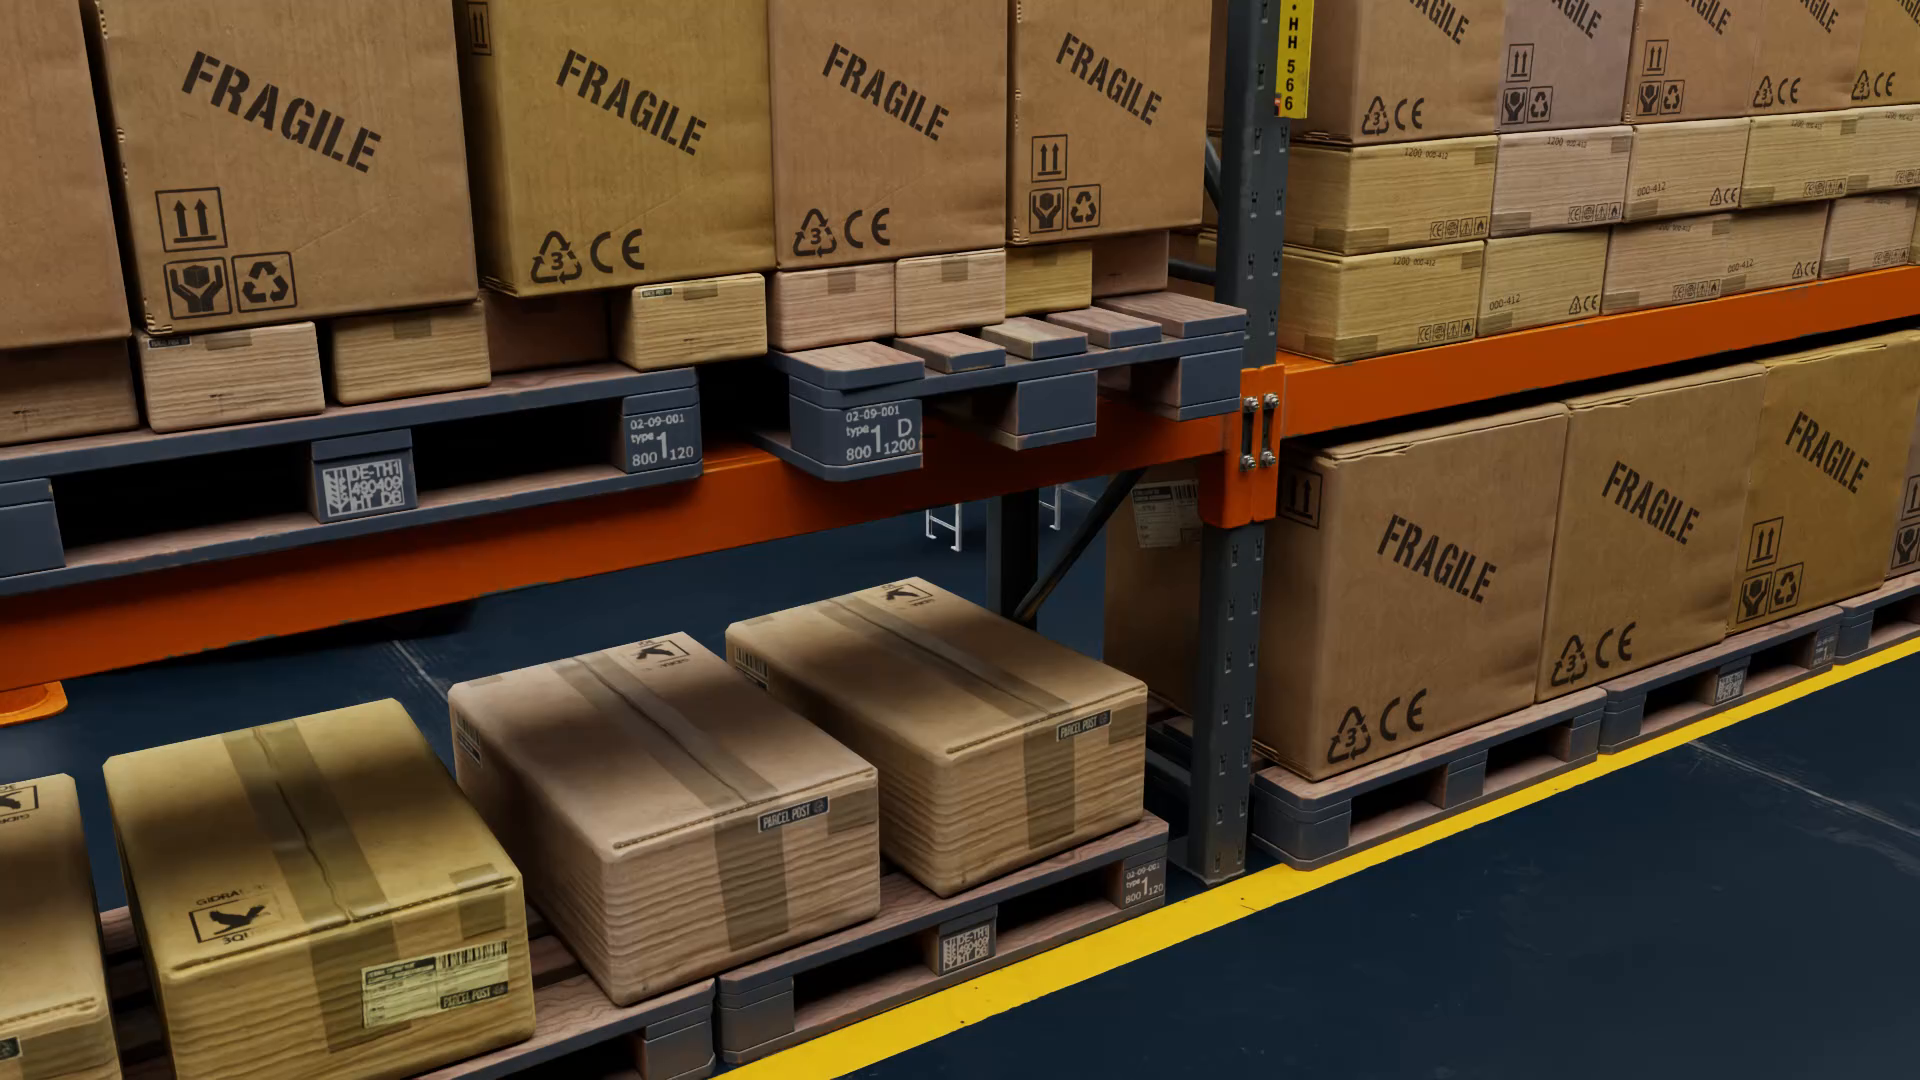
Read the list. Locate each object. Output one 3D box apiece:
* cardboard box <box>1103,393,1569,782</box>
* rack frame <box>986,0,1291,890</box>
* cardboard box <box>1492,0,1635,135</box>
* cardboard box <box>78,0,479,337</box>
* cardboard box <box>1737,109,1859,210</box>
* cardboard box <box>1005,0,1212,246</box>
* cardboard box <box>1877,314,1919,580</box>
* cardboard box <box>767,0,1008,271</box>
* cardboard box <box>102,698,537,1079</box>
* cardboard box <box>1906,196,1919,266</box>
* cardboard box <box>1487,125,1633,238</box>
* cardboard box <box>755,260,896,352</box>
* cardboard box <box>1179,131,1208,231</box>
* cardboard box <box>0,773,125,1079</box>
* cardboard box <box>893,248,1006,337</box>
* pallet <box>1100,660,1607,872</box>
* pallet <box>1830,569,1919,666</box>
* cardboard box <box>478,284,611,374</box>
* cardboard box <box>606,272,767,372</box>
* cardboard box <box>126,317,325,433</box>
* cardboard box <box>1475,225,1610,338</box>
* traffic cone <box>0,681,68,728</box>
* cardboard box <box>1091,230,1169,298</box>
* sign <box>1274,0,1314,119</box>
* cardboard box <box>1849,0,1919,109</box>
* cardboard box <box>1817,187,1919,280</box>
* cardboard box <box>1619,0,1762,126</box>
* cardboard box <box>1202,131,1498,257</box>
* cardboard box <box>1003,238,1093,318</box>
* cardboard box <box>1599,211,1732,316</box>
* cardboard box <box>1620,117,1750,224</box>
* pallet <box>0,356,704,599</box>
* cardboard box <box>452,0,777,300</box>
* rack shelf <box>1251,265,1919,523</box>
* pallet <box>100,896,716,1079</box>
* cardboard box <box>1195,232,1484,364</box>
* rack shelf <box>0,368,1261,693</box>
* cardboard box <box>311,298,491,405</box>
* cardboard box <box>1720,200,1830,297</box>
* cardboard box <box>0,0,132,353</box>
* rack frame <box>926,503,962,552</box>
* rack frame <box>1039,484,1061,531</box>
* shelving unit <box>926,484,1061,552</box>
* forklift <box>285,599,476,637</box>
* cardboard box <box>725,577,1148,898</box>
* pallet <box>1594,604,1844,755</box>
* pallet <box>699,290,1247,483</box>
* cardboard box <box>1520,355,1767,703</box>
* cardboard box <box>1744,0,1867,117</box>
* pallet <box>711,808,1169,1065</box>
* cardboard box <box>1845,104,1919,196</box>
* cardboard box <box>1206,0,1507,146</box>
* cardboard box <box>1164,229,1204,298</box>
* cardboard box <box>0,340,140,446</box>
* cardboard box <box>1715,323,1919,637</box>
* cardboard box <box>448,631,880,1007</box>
[{"bbox_3d":[1.021,0.017,4.673,0.875,0.875,0.875,-12,22,-32],"label":"cardboard box"},{"bbox_3d":[0.398,-0.691,4.106,0.127,3.000,1.000,-12,22,-31],"label":"rack frame"},{"bbox_3d":[1.353,-1.324,4.260,0.500,0.500,0.500,-12,22,-31],"label":"cardboard box"},{"bbox_3d":[-1.132,-0.645,2.693,0.500,0.500,0.500,-13,23,-34],"label":"cardboard box"},{"bbox_3d":[2.243,-1.141,4.891,0.500,0.250,0.500,-11,22,-30],"label":"cardboard box"},{"bbox_3d":[0.171,-0.924,3.519,0.500,0.500,0.500,-13,22,-33],"label":"cardboard box"},{"bbox_3d":[3.265,-0.458,6.077,0.875,0.875,0.875,-11,22,-30],"label":"cardboard box"},{"bbox_3d":[-0.254,-0.830,3.240,0.500,0.500,0.500,-12,22,-32],"label":"cardboard box"},{"bbox_3d":[-1.328,0.716,3.392,0.625,0.372,0.950,-11,22,-30],"label":"cardboard box"},{"bbox_3d":[3.077,-1.089,5.517,0.500,0.250,0.500,-12,22,-32],"label":"cardboard box"},{"bbox_3d":[1.389,-0.971,4.387,0.500,0.250,0.500,-11,22,-30],"label":"cardboard box"},{"bbox_3d":[-0.331,-0.485,3.234,0.250,0.149,0.380,-13,23,-34],"label":"cardboard box"},{"bbox_3d":[0.663,-1.010,4.504,0.500,0.250,0.500,-12,22,-32],"label":"cardboard box"},{"bbox_3d":[-1.907,0.839,3.028,0.625,0.372,0.950,-10,21,-28],"label":"cardboard box"},{"bbox_3d":[-0.116,-0.528,3.359,0.250,0.149,0.380,-12,22,-32],"label":"cardboard box"},{"bbox_3d":[1.098,0.511,4.904,1.213,0.211,1.003,-12,22,-31],"label":"pallet"},{"bbox_3d":[3.136,0.081,6.175,1.213,0.211,1.003,-12,22,-31],"label":"pallet"},{"bbox_3d":[-0.832,-0.423,3.048,0.250,0.149,0.380,-12,22,-31],"label":"cardboard box"},{"bbox_3d":[-0.553,-0.433,3.079,0.250,0.149,0.380,-11,22,-30],"label":"cardboard box"},{"bbox_3d":[-1.203,-0.302,2.690,0.250,0.149,0.380,-11,22,-29],"label":"cardboard box"},{"bbox_3d":[1.364,-0.734,4.468,0.500,0.250,0.500,-13,22,-33],"label":"cardboard box"},{"bbox_3d":[-2.985,0.304,5.124,0.334,0.463,0.336,-12,22,-31],"label":"traffic cone"},{"bbox_3d":[0.254,-0.651,3.722,0.250,0.149,0.380,-11,22,-29],"label":"cardboard box"},{"bbox_3d":[0.704,-1.059,3.509,0.005,0.325,0.100,-12,22,-31],"label":"sign"},{"bbox_3d":[2.642,-1.594,5.059,0.500,0.500,0.500,-11,22,-30],"label":"cardboard box"},{"bbox_3d":[2.645,-1.005,5.269,0.500,0.250,0.500,-13,22,-33],"label":"cardboard box"},{"bbox_3d":[1.794,-1.411,4.517,0.500,0.500,0.500,-11,22,-30],"label":"cardboard box"},{"bbox_3d":[0.957,-0.880,4.119,0.500,0.250,0.500,-12,22,-32],"label":"cardboard box"},{"bbox_3d":[0.070,-0.584,3.525,0.250,0.149,0.380,-12,22,-31],"label":"cardboard box"},{"bbox_3d":[1.806,-0.825,4.736,0.500,0.250,0.500,-11,22,-30],"label":"cardboard box"},{"bbox_3d":[1.812,-1.056,4.637,0.500,0.250,0.500,-12,22,-32],"label":"cardboard box"},{"bbox_3d":[-1.233,-0.241,3.073,1.213,0.211,1.003,-12,22,-31],"label":"pallet"},{"bbox_3d":[-0.675,-0.741,2.977,0.500,0.500,0.500,-14,23,-35],"label":"cardboard box"},{"bbox_3d":[2.068,-0.703,5.263,4.000,0.370,1.077,-12,22,-31],"label":"rack shelf"},{"bbox_3d":[-1.273,0.980,3.515,1.213,0.211,1.003,-12,22,-31],"label":"pallet"},{"bbox_3d":[0.945,-0.639,4.186,0.500,0.250,0.500,-12,22,-32],"label":"cardboard box"},{"bbox_3d":[-1.272,0.002,3.179,4.000,0.370,1.077,-12,22,-31],"label":"rack shelf"},{"bbox_3d":[-0.997,-0.357,2.852,0.250,0.149,0.380,-13,22,-33],"label":"cardboard box"},{"bbox_3d":[2.216,-0.913,4.996,0.500,0.250,0.500,-12,22,-31],"label":"cardboard box"},{"bbox_3d":[-1.555,-0.552,2.417,0.500,0.500,0.500,-12,22,-32],"label":"cardboard box"},{"bbox_3d":[-0.066,-0.555,6.512,0.015,1.200,0.240,-12,22,-31],"label":"rack frame"},{"bbox_3d":[0.342,-0.641,6.766,0.015,1.200,0.240,-12,22,-31],"label":"rack frame"},{"bbox_3d":[0.138,-0.598,6.639,0.503,1.200,0.258,-12,22,-31],"label":"shelving unit"},{"bbox_3d":[-3.277,-1.082,5.369,3.031,2.935,1.130,-6,20,-16],"label":"forklift"},{"bbox_3d":[-0.079,0.451,4.173,0.625,0.372,0.950,-14,23,-35],"label":"cardboard box"},{"bbox_3d":[2.116,0.297,5.536,1.213,0.211,1.003,-12,22,-31],"label":"pallet"},{"bbox_3d":[-0.138,-0.446,3.681,1.003,0.211,1.213,-12,22,-31],"label":"pallet"},{"bbox_3d":[1.768,-0.139,5.135,0.875,0.875,0.875,-12,22,-31],"label":"cardboard box"},{"bbox_3d":[2.217,-1.499,4.777,0.500,0.500,0.500,-12,22,-31],"label":"cardboard box"},{"bbox_3d":[-0.255,0.767,4.147,1.213,0.211,1.003,-12,22,-31],"label":"pallet"},{"bbox_3d":[2.662,-1.236,5.171,0.500,0.250,0.500,-11,22,-30],"label":"cardboard box"},{"bbox_3d":[0.945,-1.234,3.994,0.500,0.500,0.500,-13,22,-33],"label":"cardboard box"},{"bbox_3d":[0.678,-0.779,4.599,0.500,0.250,0.500,-13,23,-33],"label":"cardboard box"},{"bbox_3d":[-1.454,-0.269,2.593,0.250,0.149,0.380,-12,22,-31],"label":"cardboard box"},{"bbox_3d":[2.515,-0.297,5.600,0.875,0.875,0.875,-11,22,-30],"label":"cardboard box"},{"bbox_3d":[-0.691,0.584,3.783,0.625,0.372,0.950,-12,22,-32],"label":"cardboard box"}]
